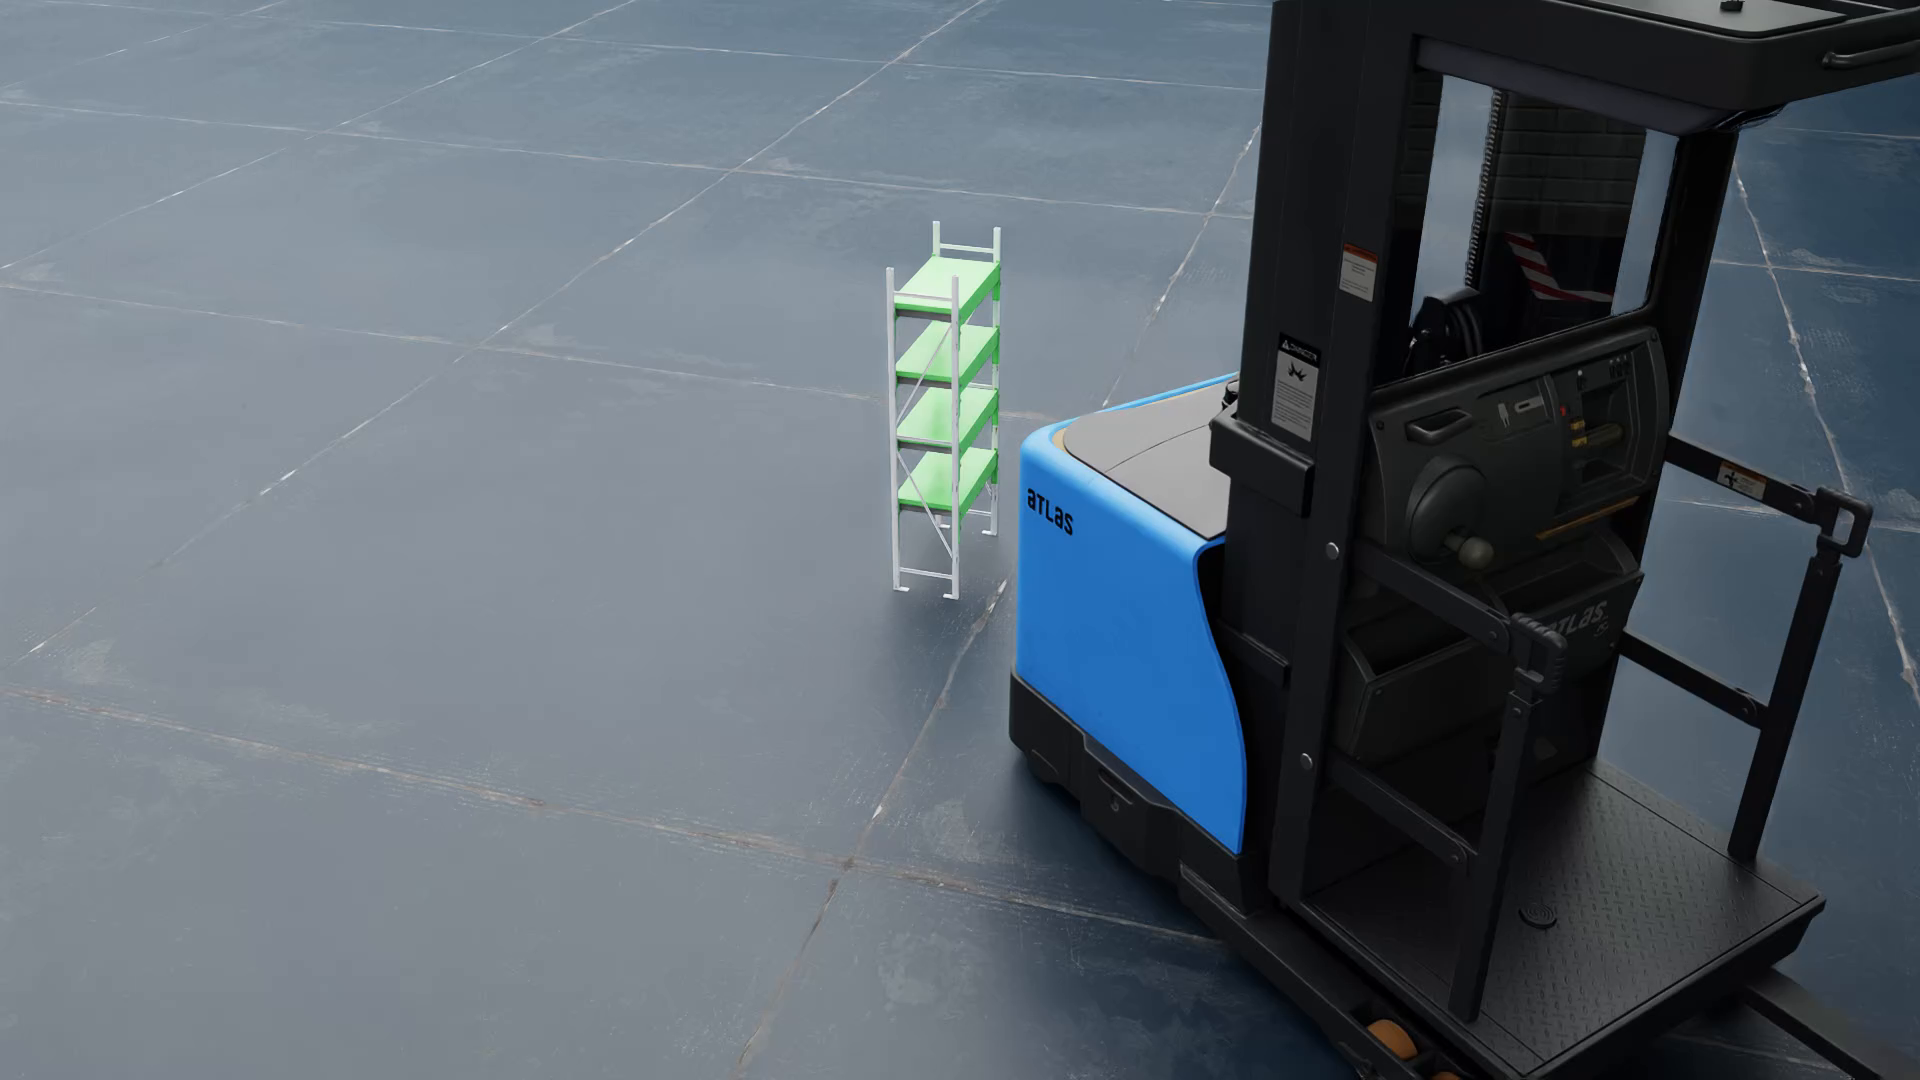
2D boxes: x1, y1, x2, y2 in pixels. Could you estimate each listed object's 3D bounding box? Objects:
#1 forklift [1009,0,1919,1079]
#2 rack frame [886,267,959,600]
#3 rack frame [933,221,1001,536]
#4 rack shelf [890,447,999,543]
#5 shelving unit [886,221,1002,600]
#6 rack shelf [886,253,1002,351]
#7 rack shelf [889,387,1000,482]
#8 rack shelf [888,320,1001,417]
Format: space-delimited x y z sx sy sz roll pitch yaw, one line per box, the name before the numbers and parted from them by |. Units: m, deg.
forklift | 1.371 -0.166 3.533 1.130 2.935 3.031 -17 34 -28
rack frame | -0.120 -0.334 5.616 0.240 1.200 0.015 8 30 15
rack frame | 0.023 -0.561 6.024 0.240 1.200 0.015 8 30 15
rack shelf | -0.049 -0.182 5.968 0.258 0.148 0.480 8 30 15
shelving unit | -0.049 -0.447 5.820 0.258 1.200 0.503 8 30 15
rack shelf | -0.049 -0.811 5.618 0.258 0.148 0.480 8 30 15
rack shelf | -0.049 -0.392 5.851 0.258 0.148 0.480 8 30 15
rack shelf | -0.049 -0.601 5.734 0.258 0.148 0.480 8 30 15
